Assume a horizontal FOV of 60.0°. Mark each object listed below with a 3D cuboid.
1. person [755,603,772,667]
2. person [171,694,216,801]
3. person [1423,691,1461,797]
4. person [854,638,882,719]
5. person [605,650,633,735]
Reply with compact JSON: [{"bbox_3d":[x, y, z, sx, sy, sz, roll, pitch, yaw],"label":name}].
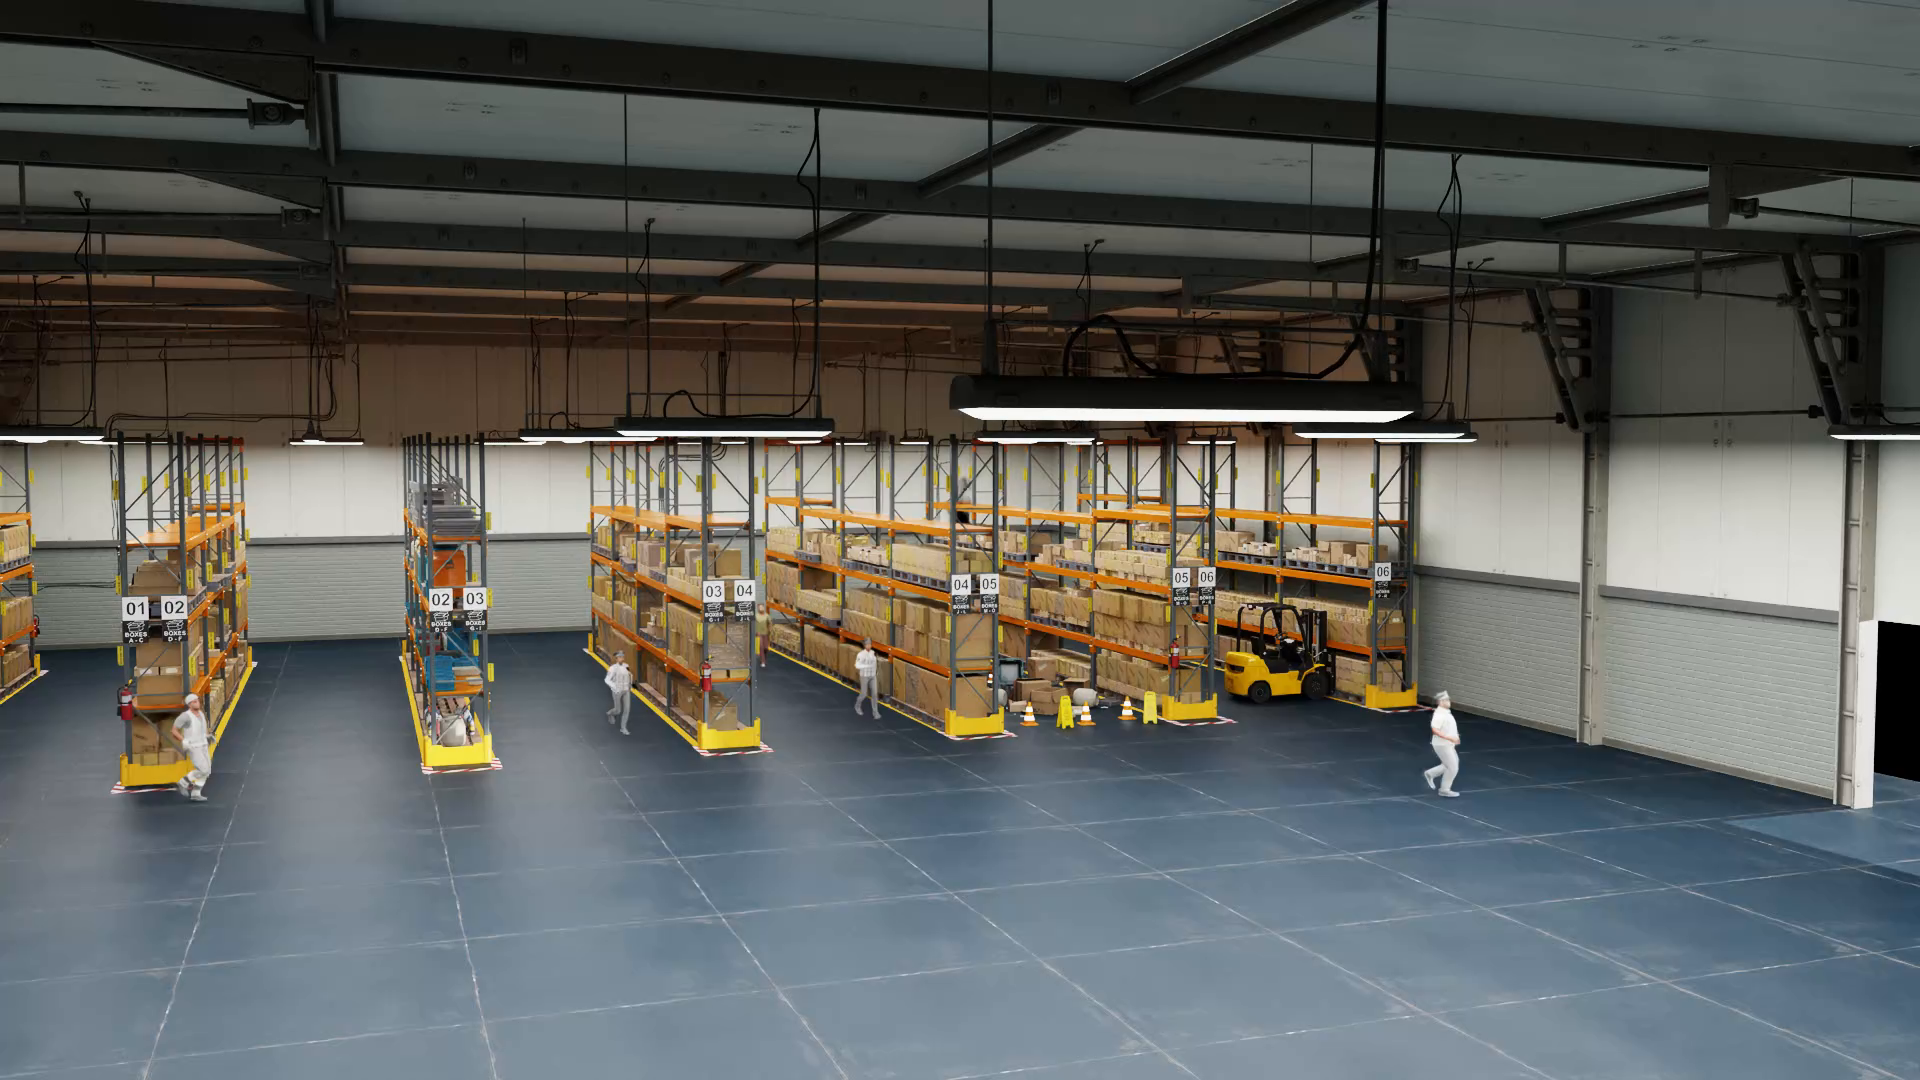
[{"bbox_3d":[-5.224,2.483,43.667,0.589,1.652,0.693,-1,3,-17],"label":"person"},{"bbox_3d":[-12.387,3.362,26.934,0.561,1.743,0.660,1,3,11],"label":"person"},{"bbox_3d":[7.923,3.336,27.328,0.629,1.731,0.661,2,4,26],"label":"person"},{"bbox_3d":[-1.941,2.896,35.141,0.616,1.689,0.878,-2,4,-34],"label":"person"},{"bbox_3d":[-6.845,3.048,33.491,0.617,1.677,0.747,-2,4,-35],"label":"person"}]
